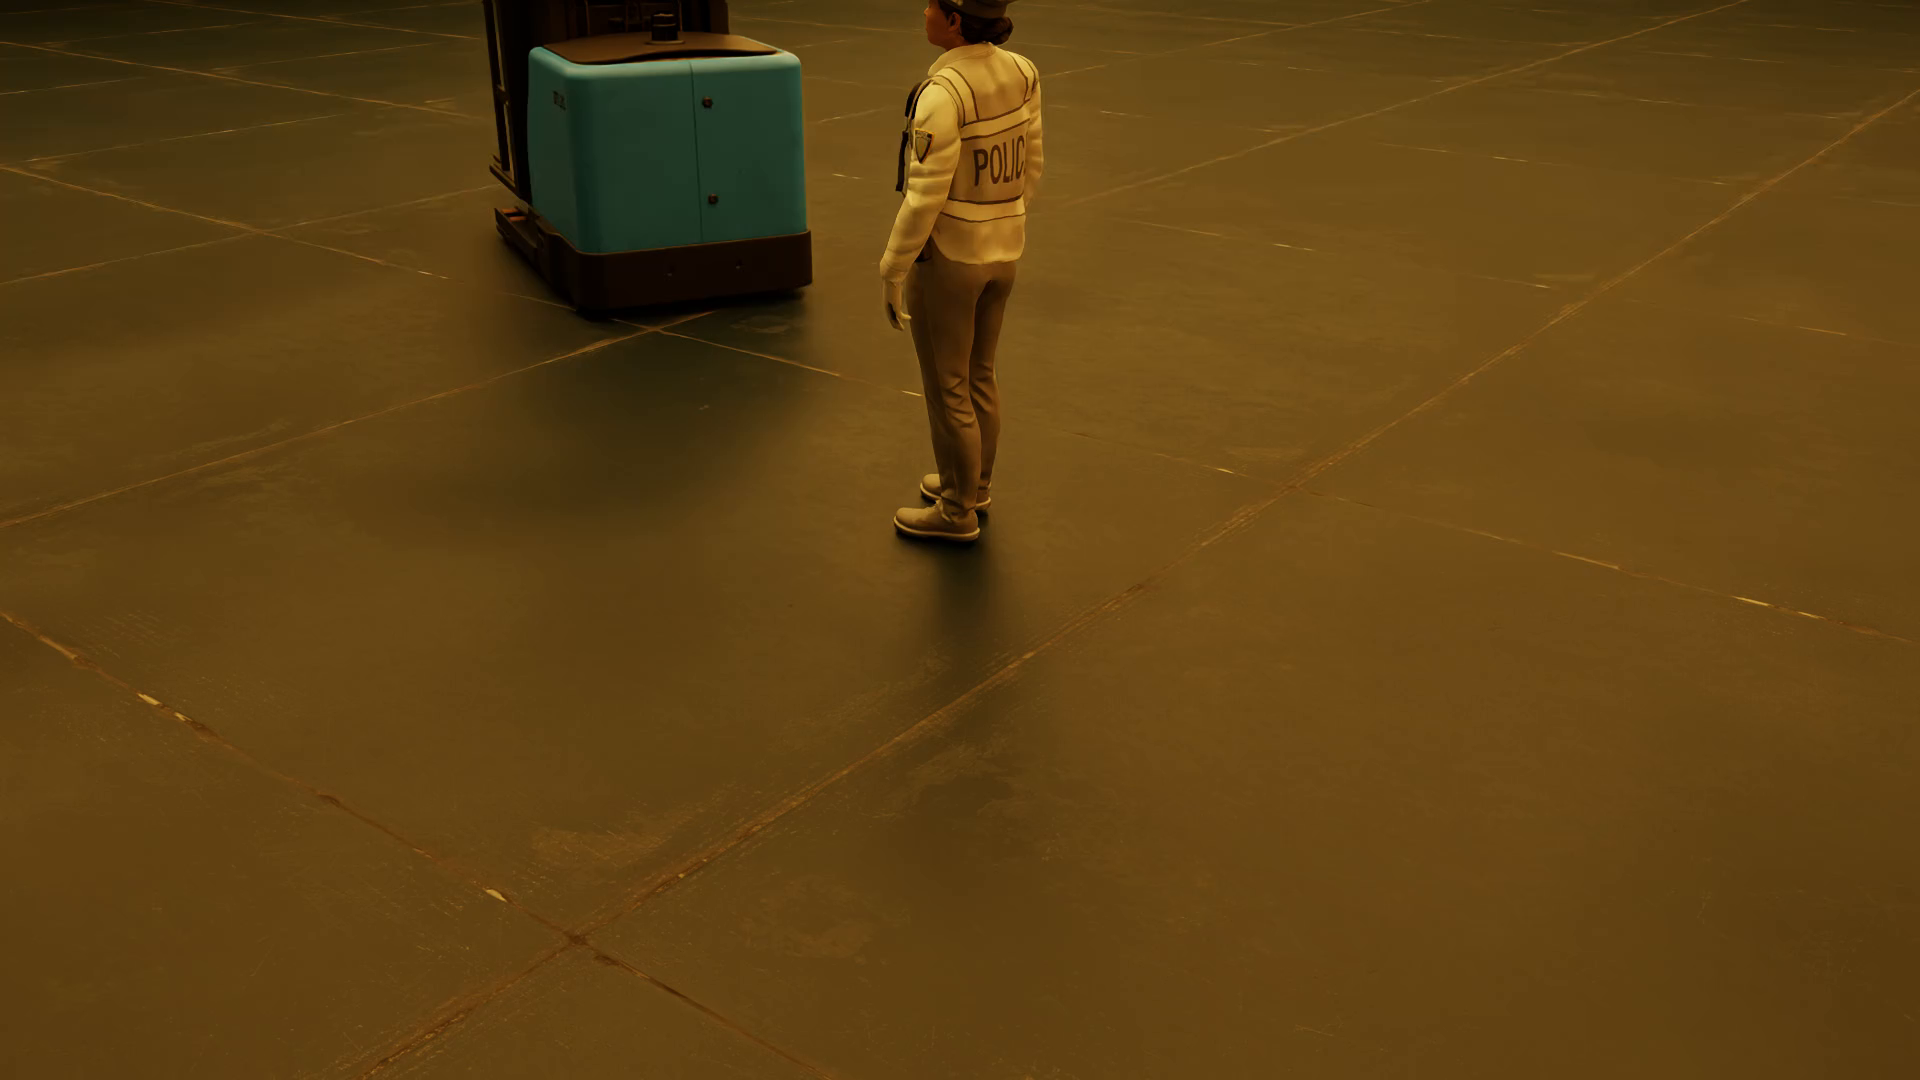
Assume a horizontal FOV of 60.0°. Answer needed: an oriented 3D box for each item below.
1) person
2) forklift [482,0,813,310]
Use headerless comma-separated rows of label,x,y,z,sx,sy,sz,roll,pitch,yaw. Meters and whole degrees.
person,-0.050,-0.803,4.718,0.530,1.694,0.586,17,29,34
forklift,-1.746,-2.882,7.976,1.130,2.935,3.031,-10,26,-23
